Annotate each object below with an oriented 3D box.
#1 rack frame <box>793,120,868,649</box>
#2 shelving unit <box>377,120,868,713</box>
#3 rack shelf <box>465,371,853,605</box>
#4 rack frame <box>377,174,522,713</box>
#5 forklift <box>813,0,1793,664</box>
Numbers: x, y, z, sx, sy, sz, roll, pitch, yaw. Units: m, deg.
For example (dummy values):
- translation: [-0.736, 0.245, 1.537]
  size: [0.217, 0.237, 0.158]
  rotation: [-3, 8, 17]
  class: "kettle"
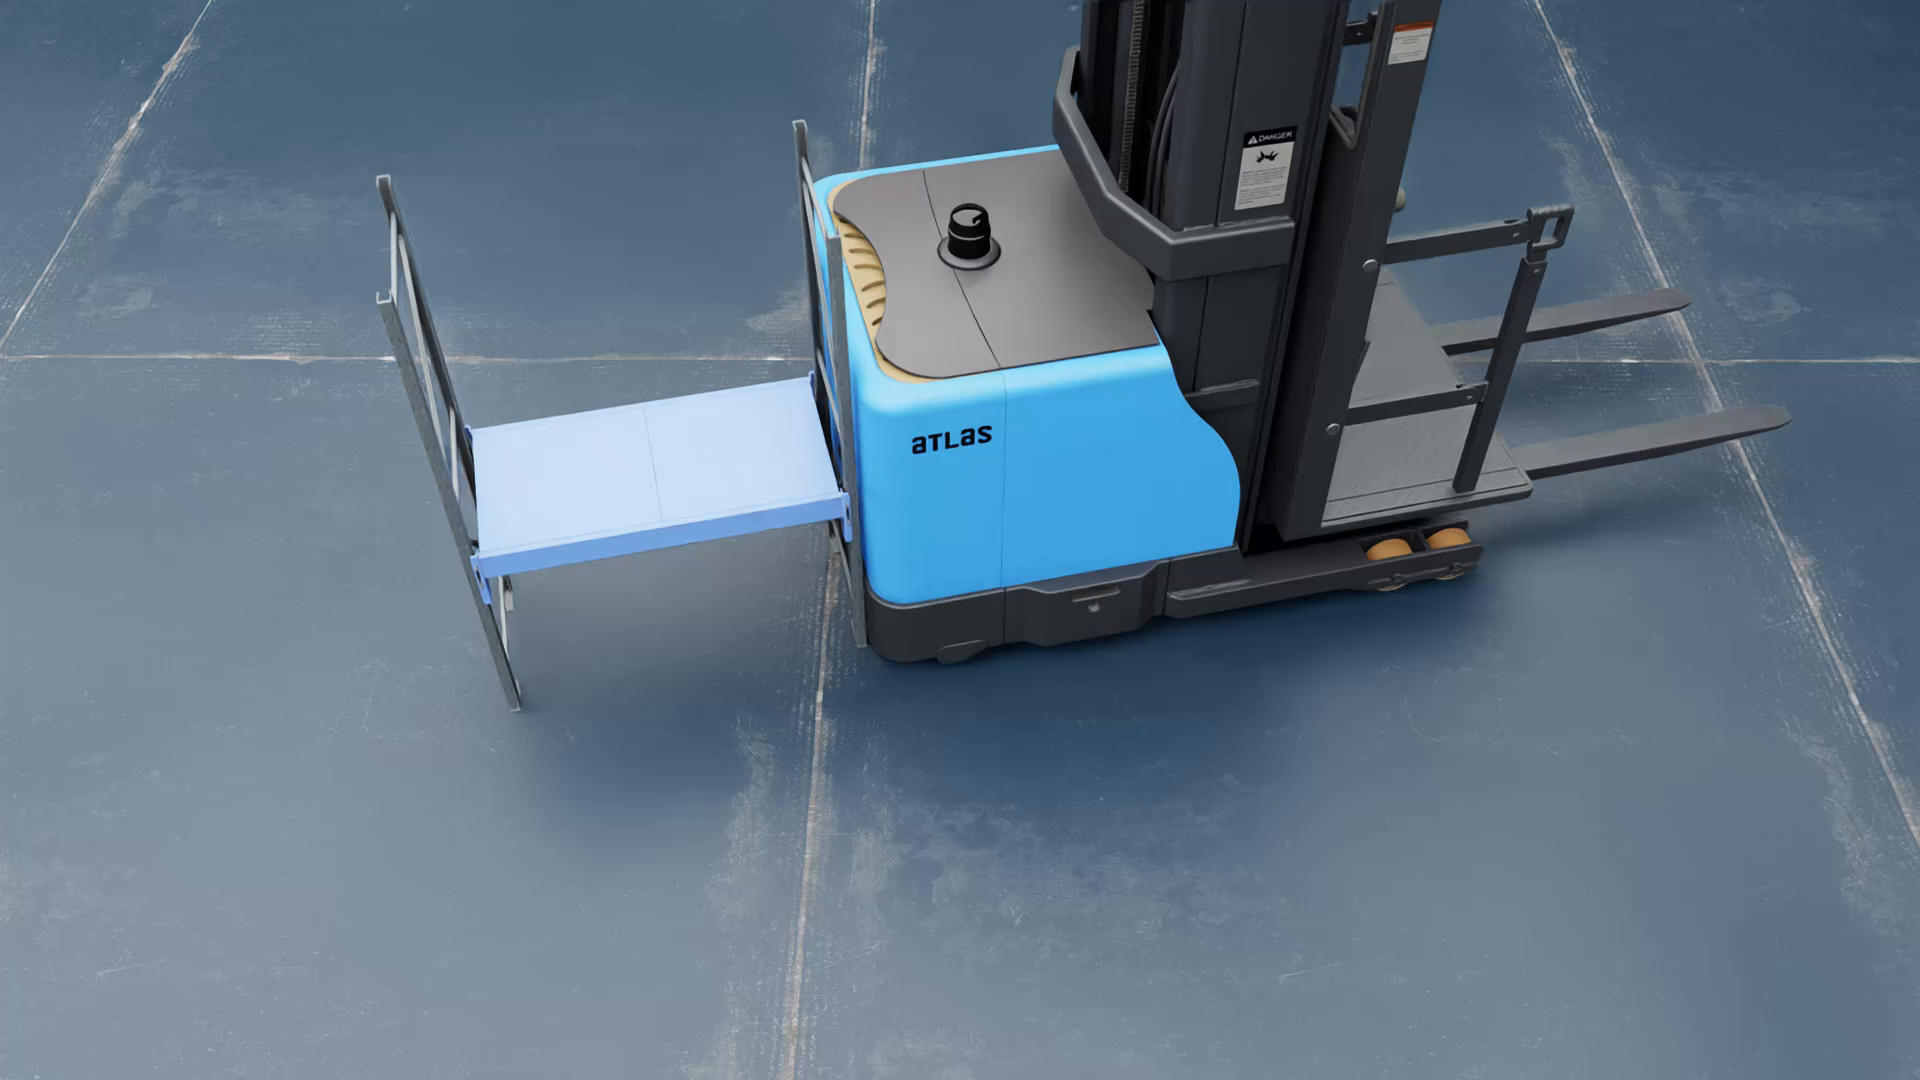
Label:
- translation: [-0.348, -0.367, 4.567]
  size: [0.032, 1.500, 0.500]
  rotation: [-10, 48, -9]
  class: "rack frame"
- translation: [-0.842, -0.281, 4.486]
  size: [1.048, 1.500, 0.538]
  rotation: [-10, 48, -9]
  class: "shelving unit"
- translation: [-0.842, -0.158, 4.618]
  size: [1.000, 0.185, 0.538]
  rotation: [-10, 48, -9]
  class: "rack shelf"
- translation: [-1.337, -0.194, 4.406]
  size: [0.032, 1.500, 0.500]
  rotation: [-10, 48, -9]
  class: "rack frame"
- translation: [1.110, -1.211, 4.375]
  size: [3.031, 2.935, 1.130]
  rotation: [-10, 48, -9]
  class: "forklift"
